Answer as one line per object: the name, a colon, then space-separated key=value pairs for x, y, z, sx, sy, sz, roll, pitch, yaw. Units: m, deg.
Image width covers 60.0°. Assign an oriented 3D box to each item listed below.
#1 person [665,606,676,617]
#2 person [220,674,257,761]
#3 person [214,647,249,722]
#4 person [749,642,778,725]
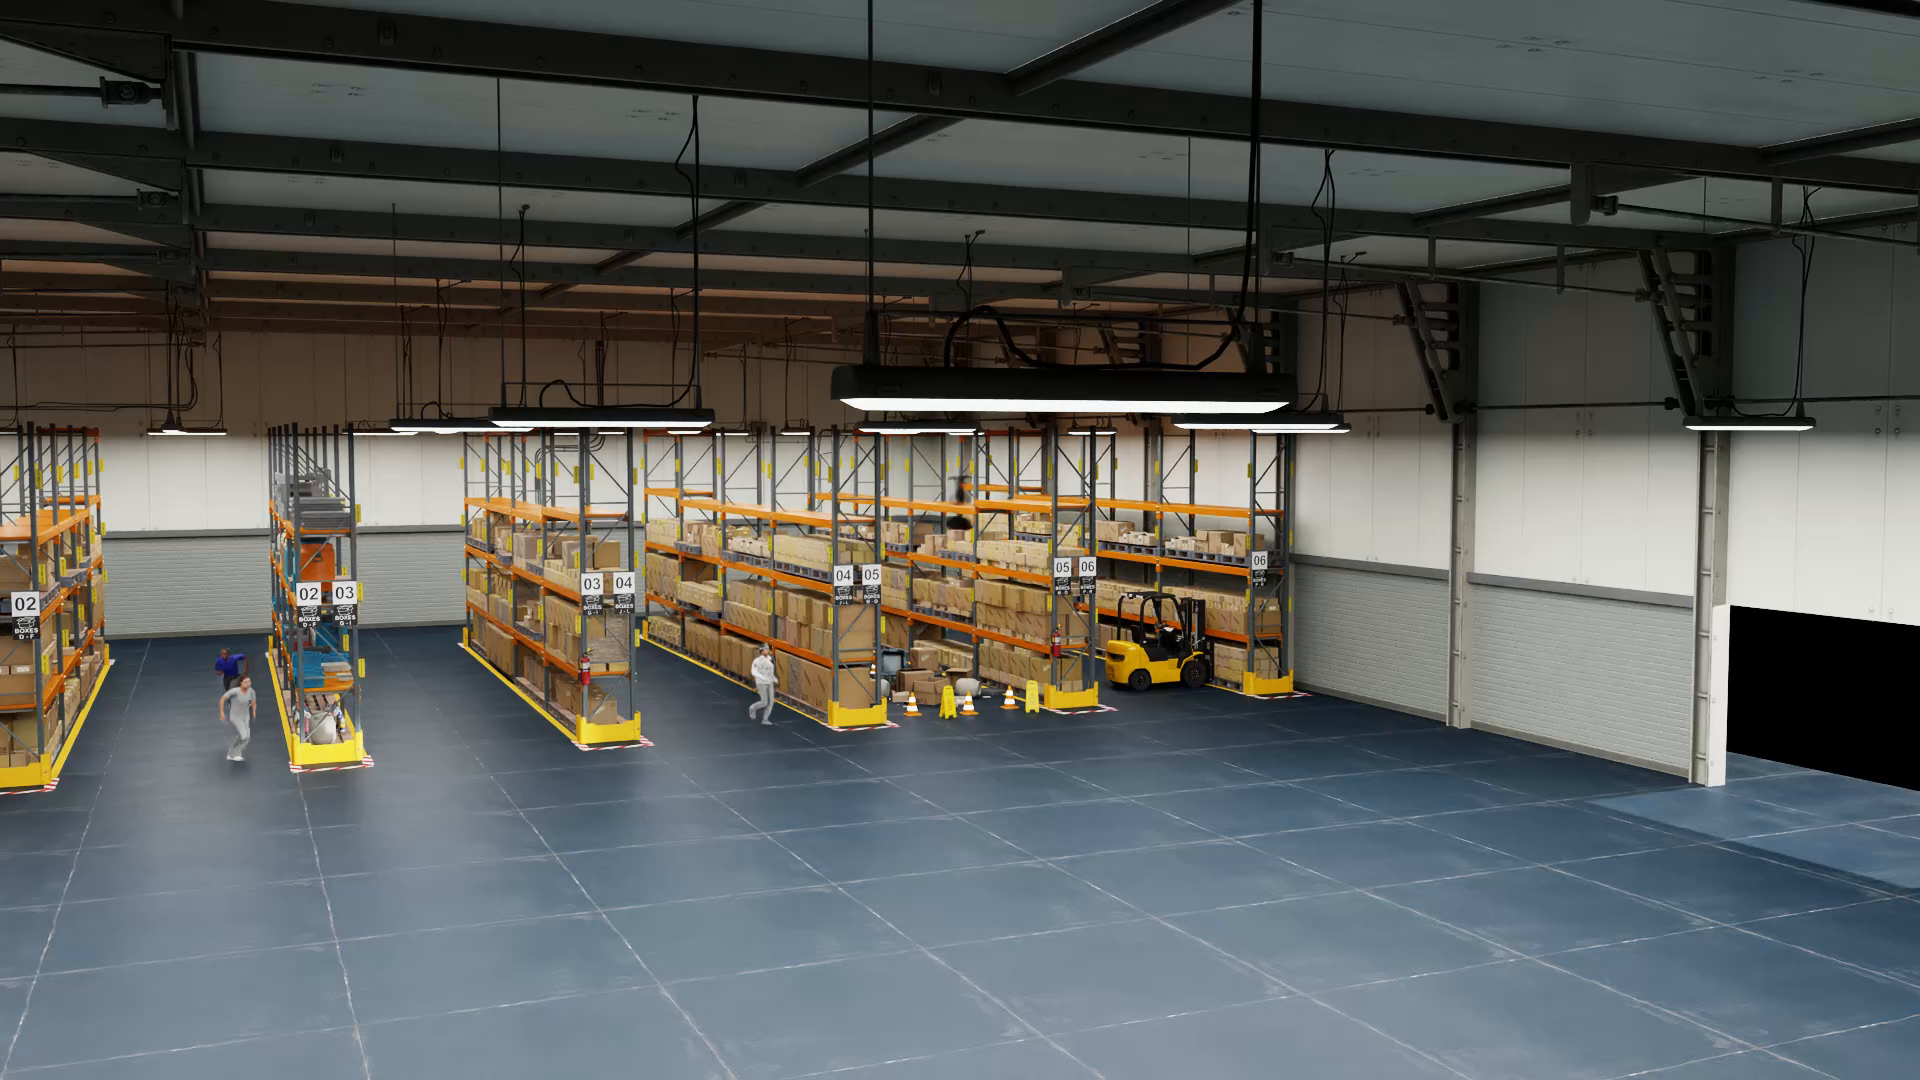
person: x=-8.523 y=1.946 z=49.085 sx=0.677 sy=1.598 sz=0.594 roll=-2 pitch=4 yaw=-27
person: x=-12.700 y=3.138 z=29.311 sx=0.664 sy=1.549 sz=0.585 roll=3 pitch=4 yaw=36
person: x=-14.759 y=2.921 z=33.765 sx=0.613 sy=1.570 sz=0.958 roll=0 pitch=3 yaw=-4
person: x=-3.931 y=2.865 z=33.257 sx=0.611 sy=1.648 sz=0.609 roll=3 pitch=4 yaw=38
